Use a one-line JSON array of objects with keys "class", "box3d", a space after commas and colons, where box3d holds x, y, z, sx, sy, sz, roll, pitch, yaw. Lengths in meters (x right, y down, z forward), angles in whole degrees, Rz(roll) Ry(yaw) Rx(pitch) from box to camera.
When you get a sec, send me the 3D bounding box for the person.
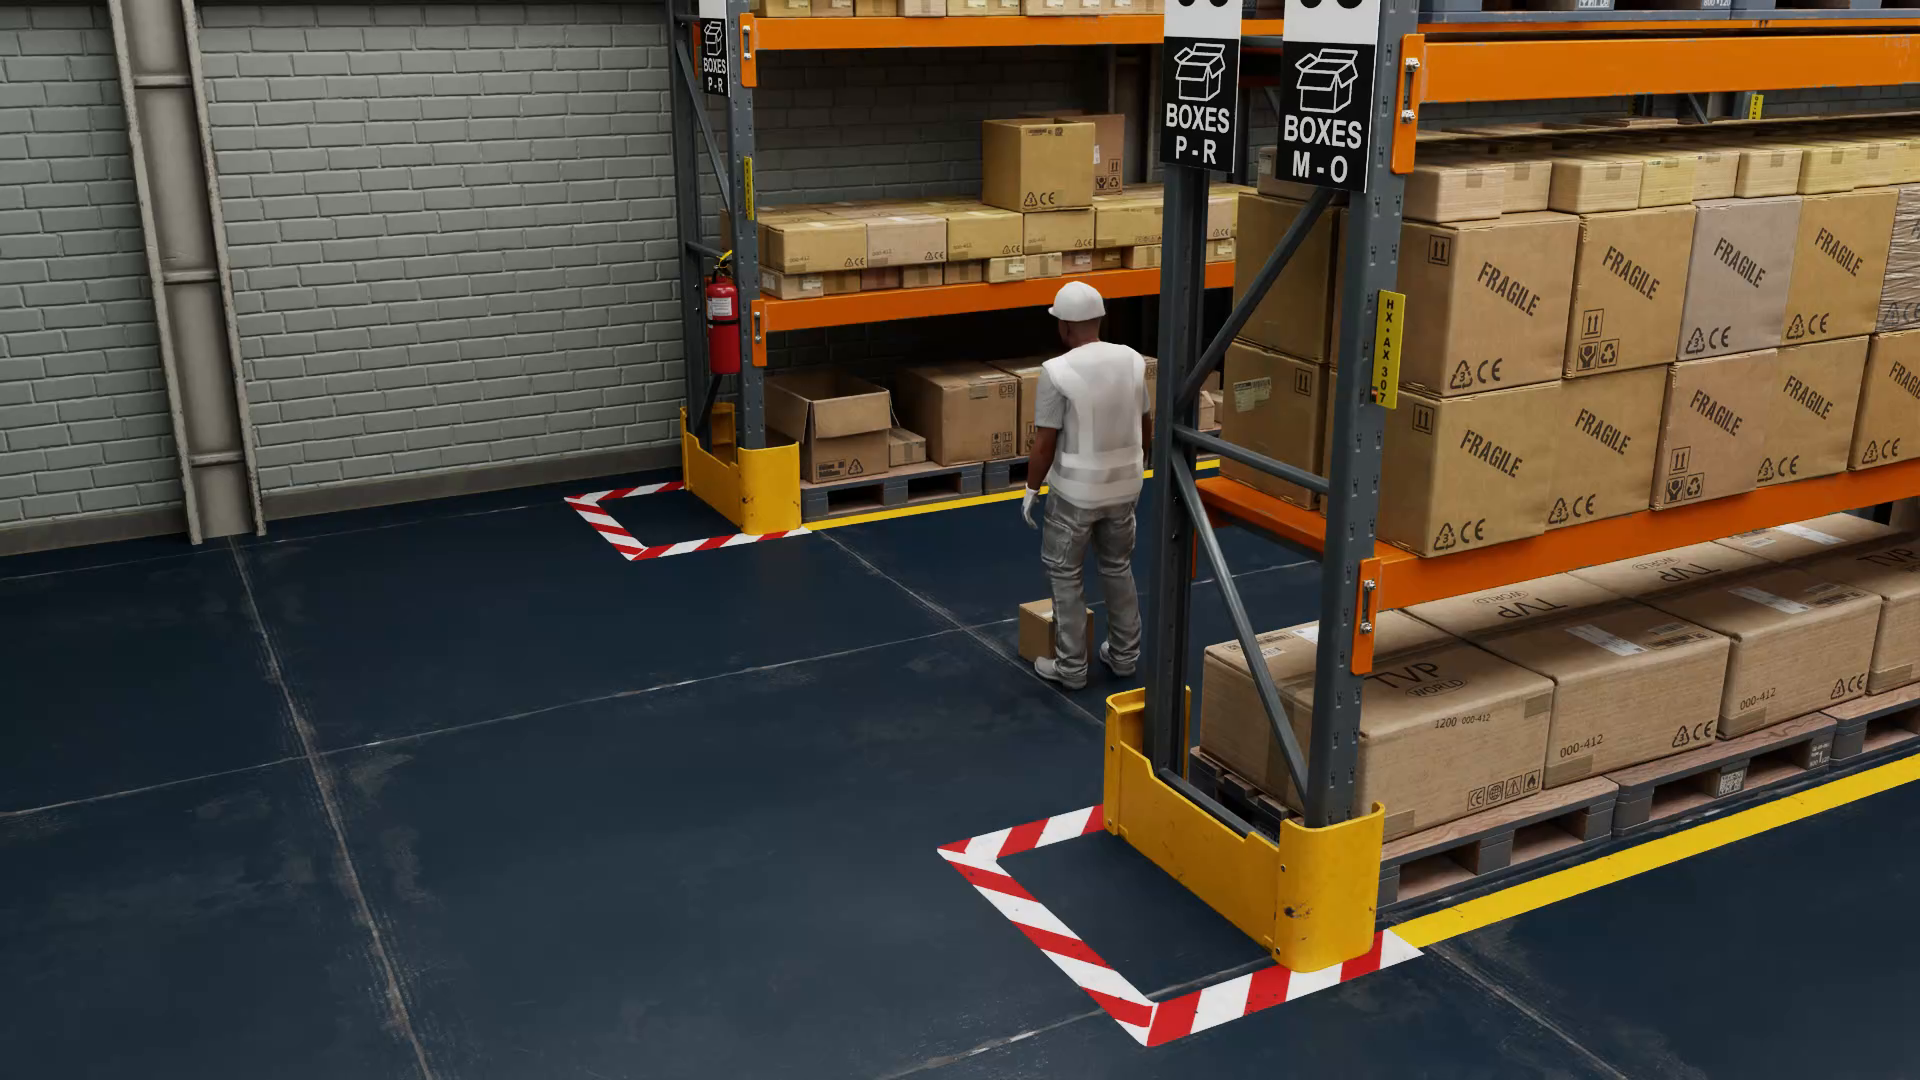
[{"class": "person", "box3d": [0.553, -0.230, 7.235, 0.633, 1.775, 0.447, -10, 21, -29]}]
